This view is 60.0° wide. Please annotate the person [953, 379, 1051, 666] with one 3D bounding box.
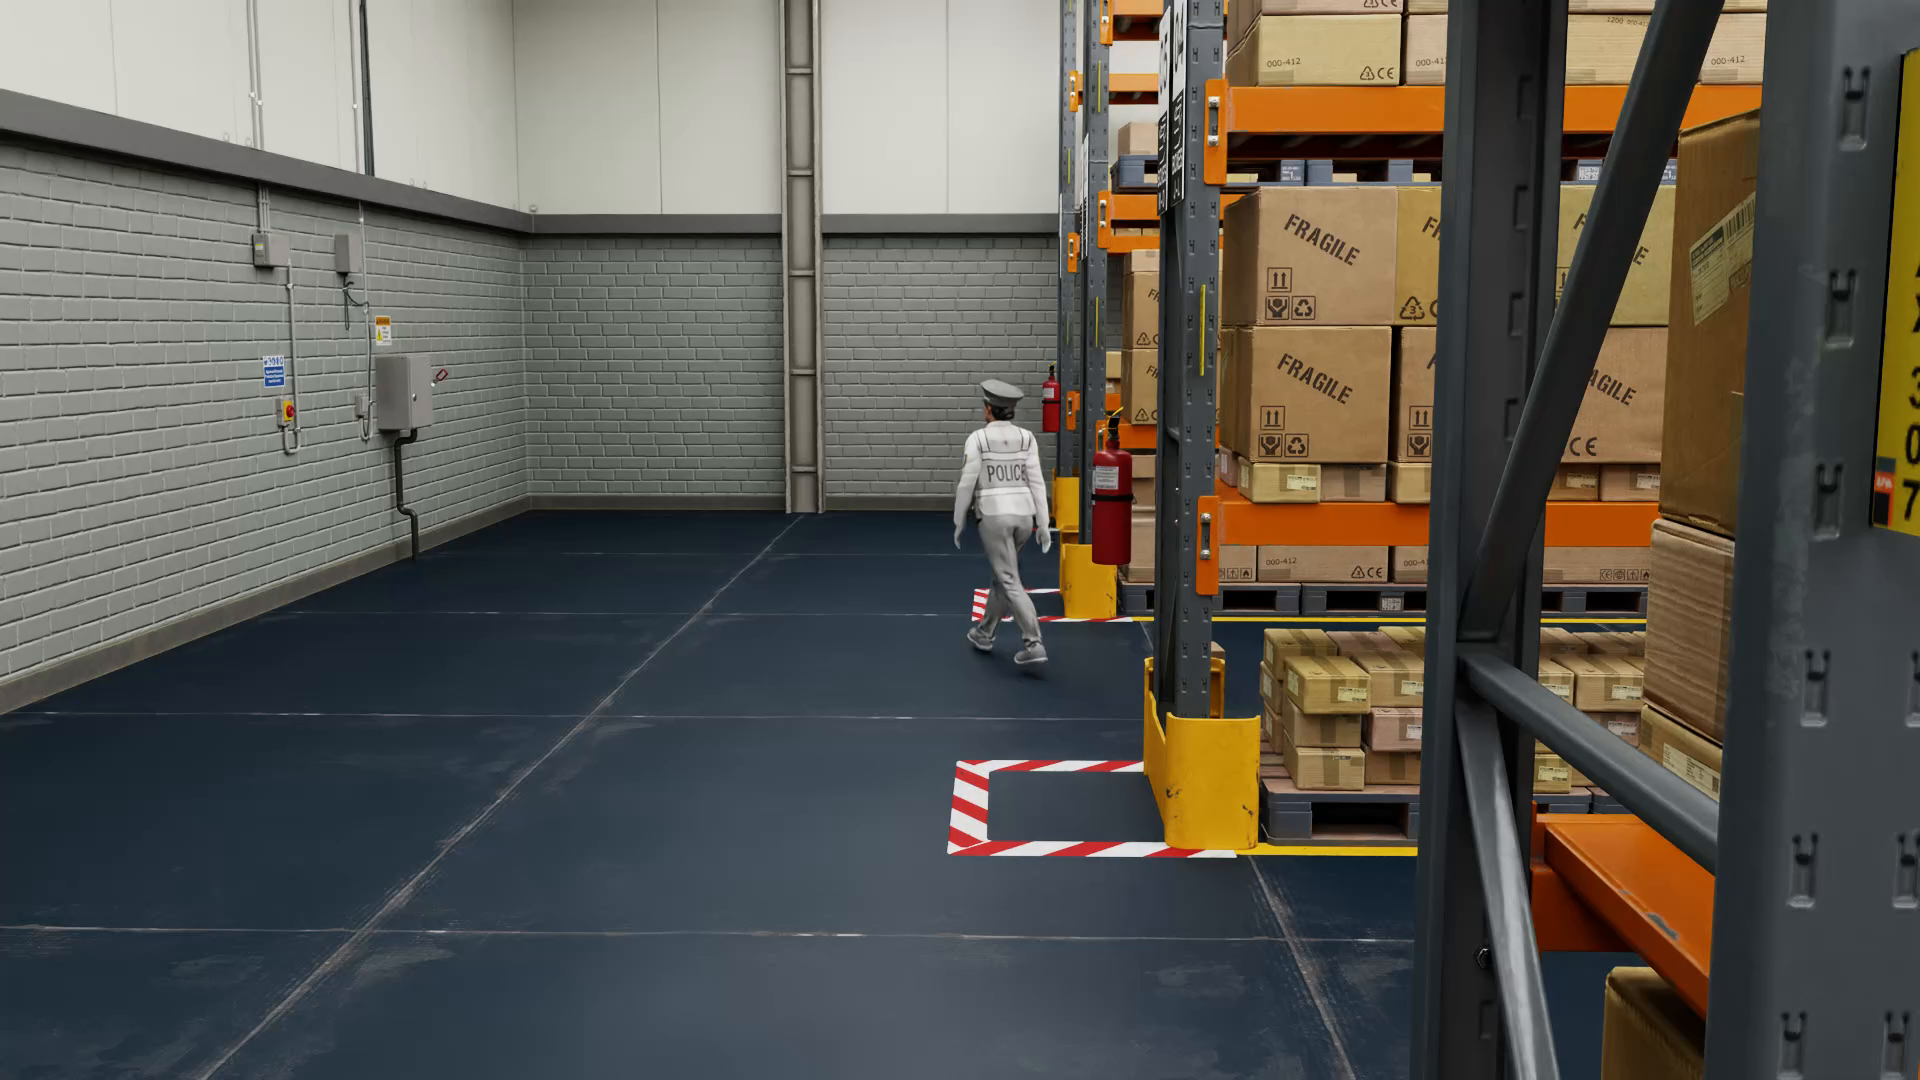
[{"bbox_3d":[0.222,-0.113,9.600,0.509,1.618,1.023,-4,8,-29],"label":"person"}]
